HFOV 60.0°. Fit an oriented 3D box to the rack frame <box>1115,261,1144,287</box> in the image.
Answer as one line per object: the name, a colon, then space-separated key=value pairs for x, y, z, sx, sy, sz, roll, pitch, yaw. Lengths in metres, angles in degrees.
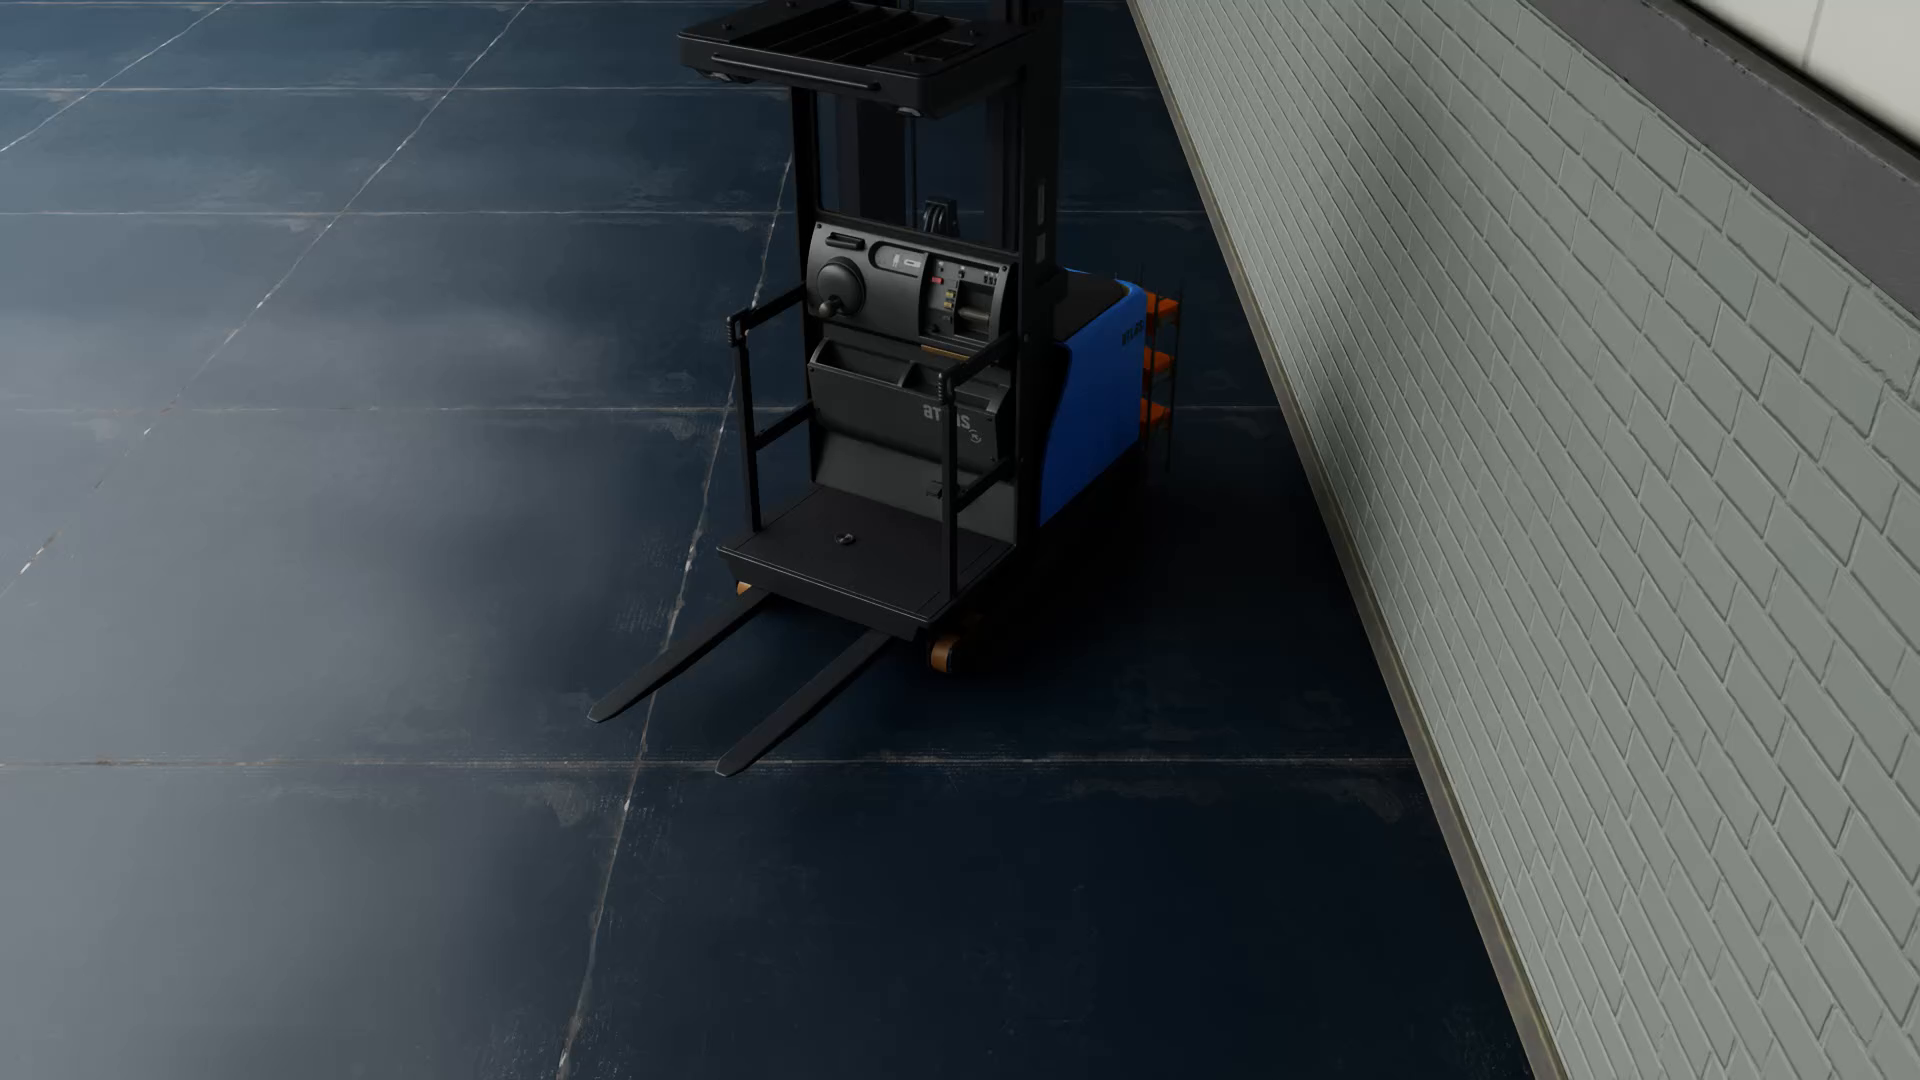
rack frame: x=0.798 y=-0.838 z=8.117 sx=0.008 sy=1.050 sz=0.200 roll=27 pitch=40 yaw=37

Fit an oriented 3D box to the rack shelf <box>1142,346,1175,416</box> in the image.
rack shelf: x=0.885 y=-0.784 z=8.049 sx=0.240 sy=0.259 sz=0.215 roll=27 pitch=40 yaw=37

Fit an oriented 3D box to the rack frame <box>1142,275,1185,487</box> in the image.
rack frame: x=0.972 y=-0.749 z=7.971 sx=0.008 sy=1.050 sz=0.200 roll=27 pitch=40 yaw=37

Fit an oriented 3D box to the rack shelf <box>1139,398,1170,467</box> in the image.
rack shelf: x=0.883 y=-0.546 z=8.192 sx=0.240 sy=0.259 sz=0.215 roll=27 pitch=40 yaw=37

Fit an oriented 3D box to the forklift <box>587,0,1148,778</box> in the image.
forklift: x=-0.325 y=-0.978 z=6.536 sx=1.130 sy=2.935 sz=3.031 roll=18 pitch=35 yaw=26

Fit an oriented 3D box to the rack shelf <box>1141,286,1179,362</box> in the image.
rack shelf: x=0.887 y=-1.028 z=7.903 sx=0.240 sy=0.259 sz=0.215 roll=27 pitch=40 yaw=37

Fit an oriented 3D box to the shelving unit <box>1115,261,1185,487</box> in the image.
shelving unit: x=0.885 y=-0.793 z=8.044 sx=0.252 sy=1.050 sz=0.215 roll=27 pitch=40 yaw=37
